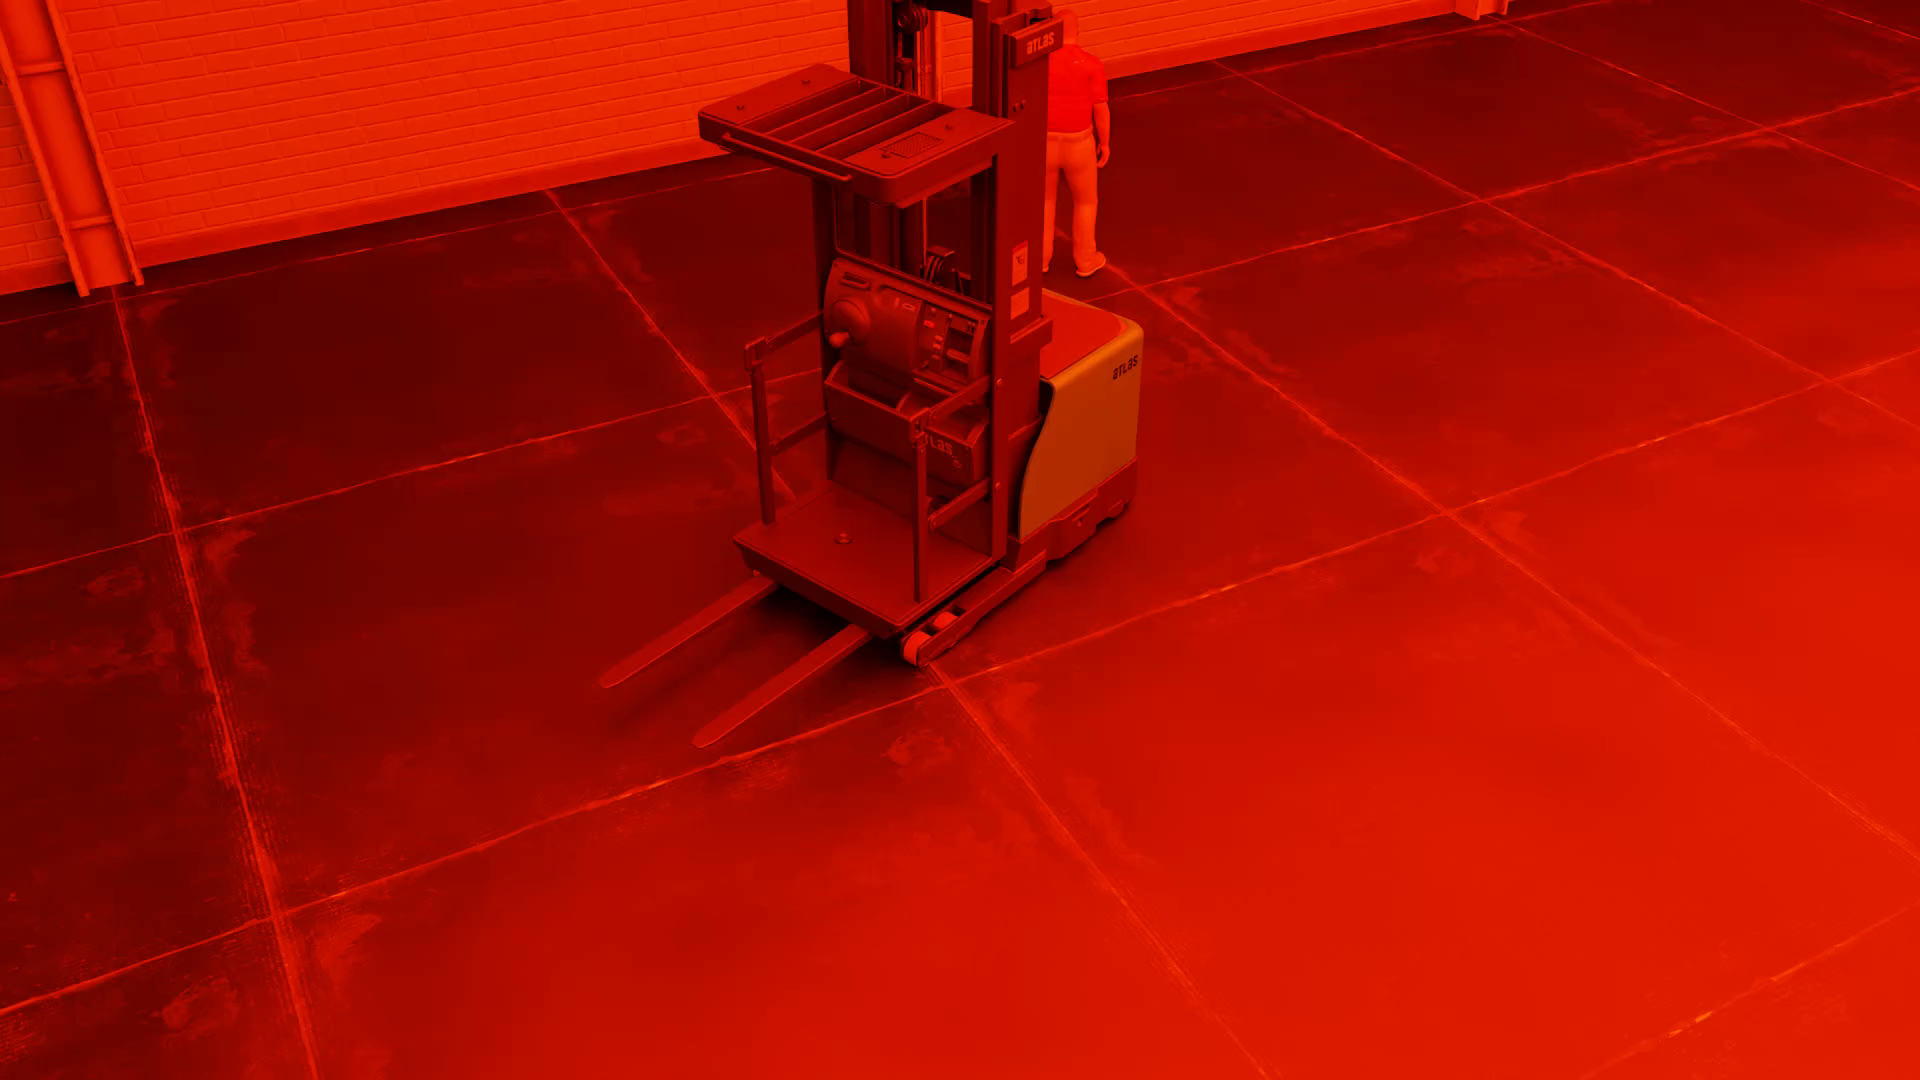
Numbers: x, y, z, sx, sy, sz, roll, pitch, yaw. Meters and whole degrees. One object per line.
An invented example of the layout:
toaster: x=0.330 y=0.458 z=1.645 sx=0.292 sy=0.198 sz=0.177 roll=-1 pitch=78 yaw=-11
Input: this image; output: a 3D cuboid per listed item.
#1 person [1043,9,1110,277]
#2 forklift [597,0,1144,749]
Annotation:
person: x=0.672 y=-2.553 z=10.777 sx=0.599 sy=1.727 sz=0.388 roll=7 pitch=36 yaw=10
forklift: x=-0.390 y=-0.927 z=7.434 sx=1.130 sy=2.935 sz=3.031 roll=26 pitch=43 yaw=31
